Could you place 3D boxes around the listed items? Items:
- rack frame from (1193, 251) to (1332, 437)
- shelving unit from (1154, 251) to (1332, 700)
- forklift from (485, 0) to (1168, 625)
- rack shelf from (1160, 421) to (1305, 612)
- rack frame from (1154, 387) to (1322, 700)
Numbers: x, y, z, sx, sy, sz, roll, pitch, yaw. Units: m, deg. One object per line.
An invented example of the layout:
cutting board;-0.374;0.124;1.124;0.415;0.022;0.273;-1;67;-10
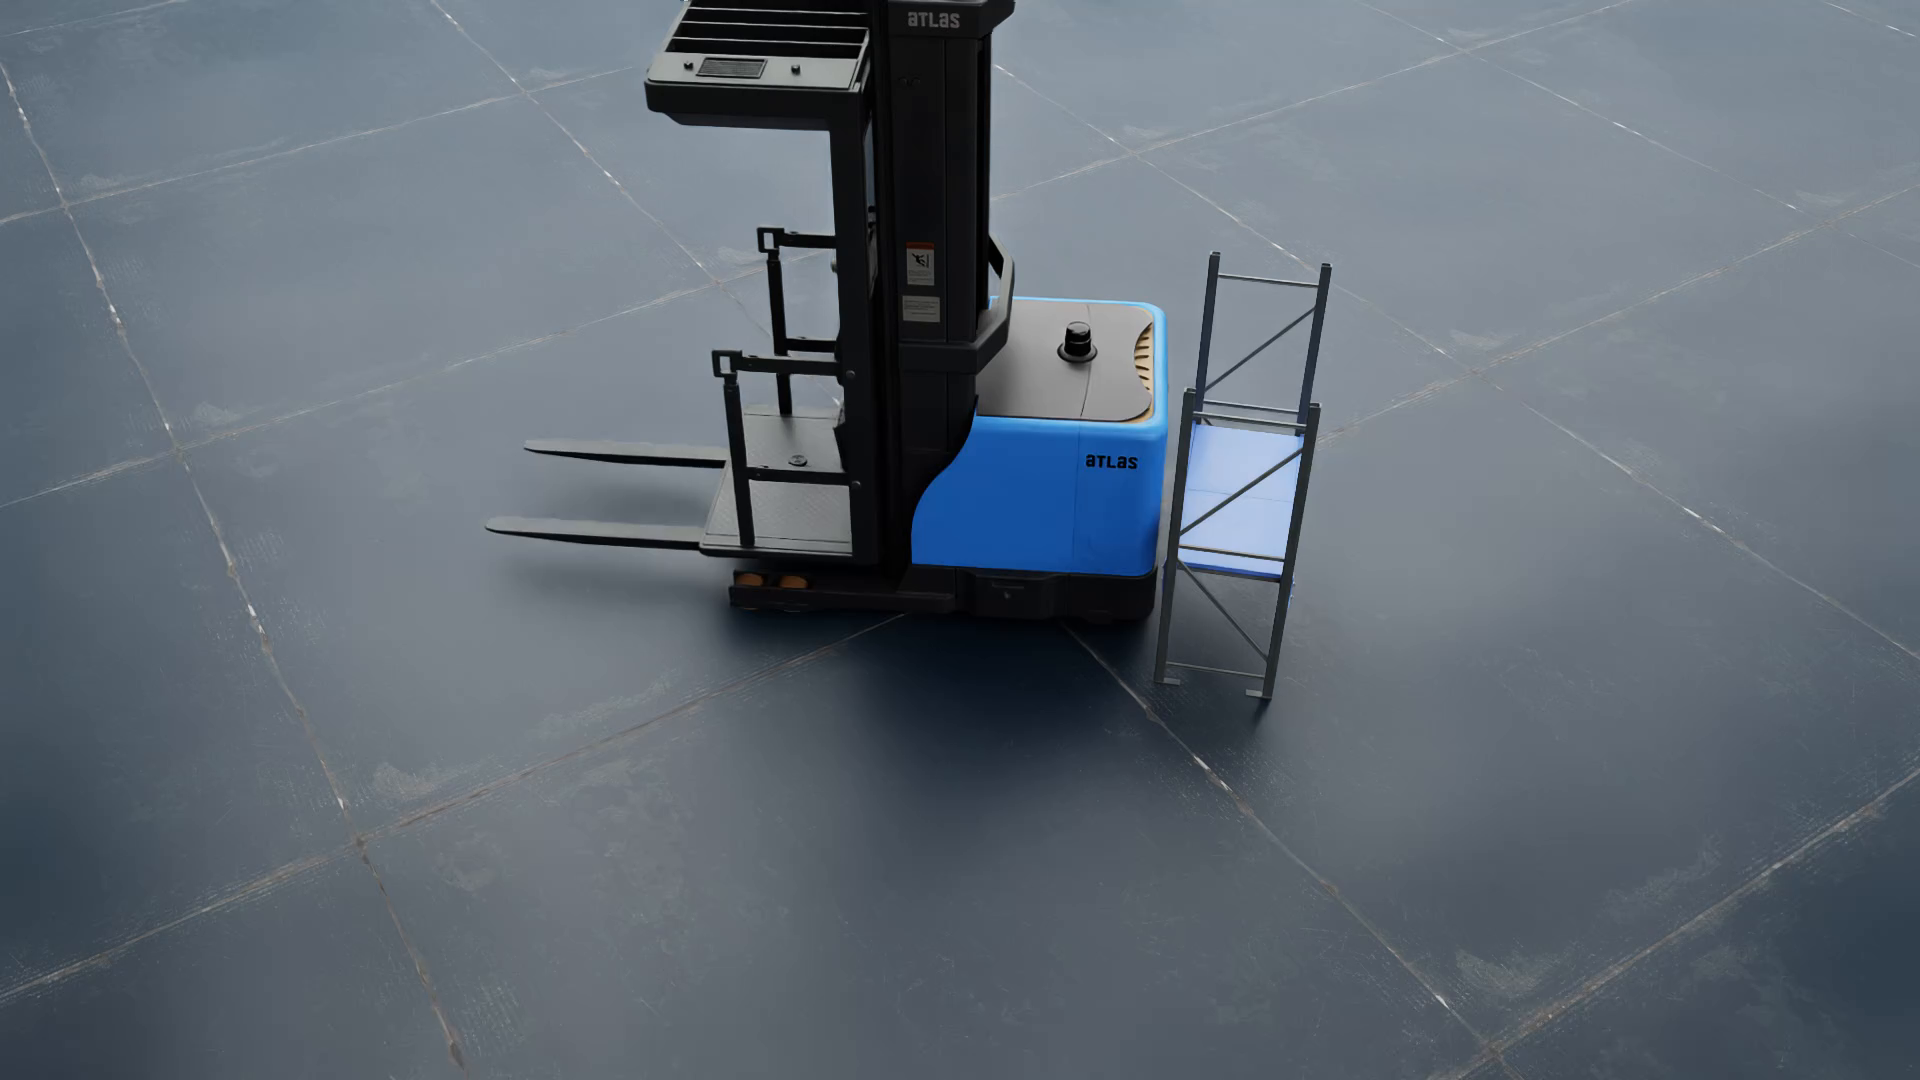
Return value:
rack frame;1.283;-0.583;7.339;0.500;1.500;0.032;8;40;9
shelving unit;1.177;-0.265;6.957;0.538;1.500;1.048;8;40;9
forklift;-0.616;-1.136;6.884;3.031;2.935;1.130;3;40;4
rack shelf;1.177;-0.126;7.072;0.538;0.185;1.000;8;40;9
rack frame;1.072;0.054;6.575;0.500;1.500;0.032;8;40;9
